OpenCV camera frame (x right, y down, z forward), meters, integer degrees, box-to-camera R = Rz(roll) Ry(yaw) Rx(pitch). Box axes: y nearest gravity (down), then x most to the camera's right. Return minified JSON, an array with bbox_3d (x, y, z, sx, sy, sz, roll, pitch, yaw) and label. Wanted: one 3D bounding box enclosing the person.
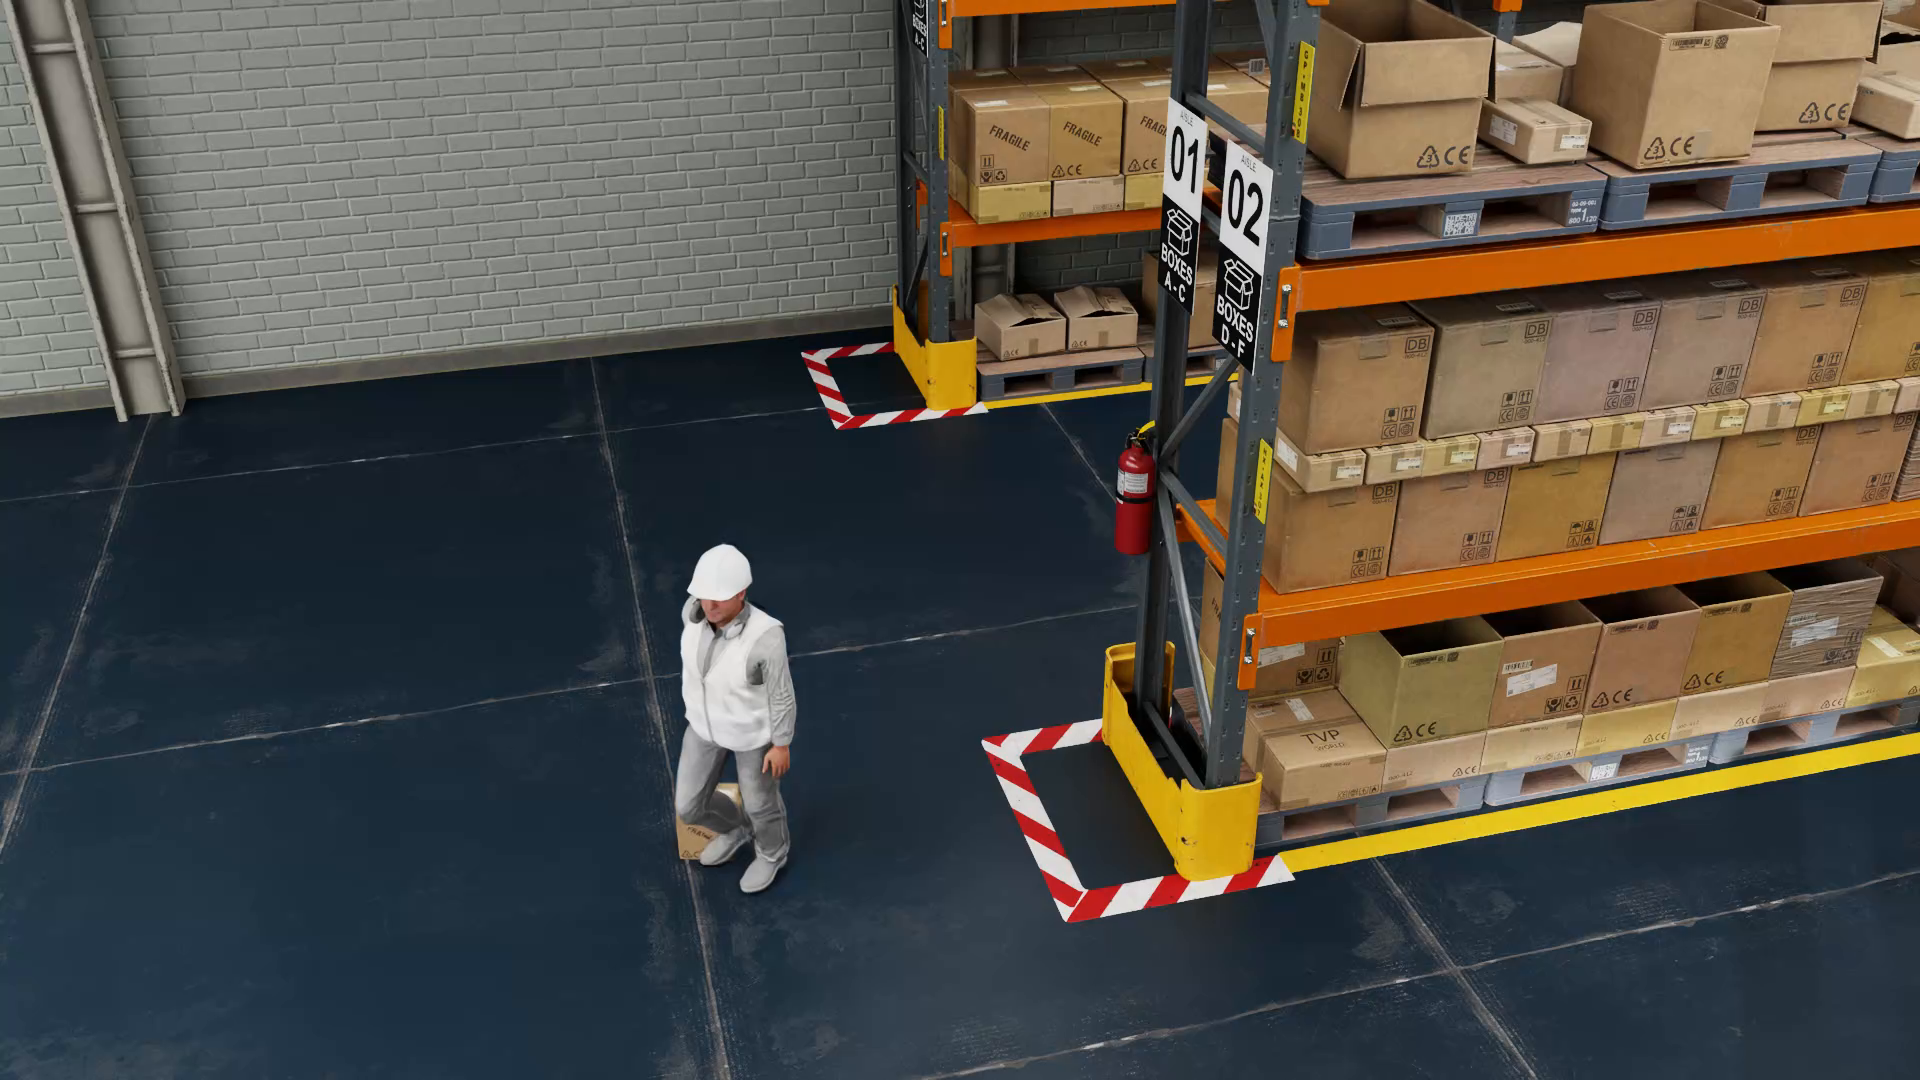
[{"bbox_3d":[-0.915,0.755,6.878,0.546,1.756,0.493,15,33,25],"label":"person"}]
